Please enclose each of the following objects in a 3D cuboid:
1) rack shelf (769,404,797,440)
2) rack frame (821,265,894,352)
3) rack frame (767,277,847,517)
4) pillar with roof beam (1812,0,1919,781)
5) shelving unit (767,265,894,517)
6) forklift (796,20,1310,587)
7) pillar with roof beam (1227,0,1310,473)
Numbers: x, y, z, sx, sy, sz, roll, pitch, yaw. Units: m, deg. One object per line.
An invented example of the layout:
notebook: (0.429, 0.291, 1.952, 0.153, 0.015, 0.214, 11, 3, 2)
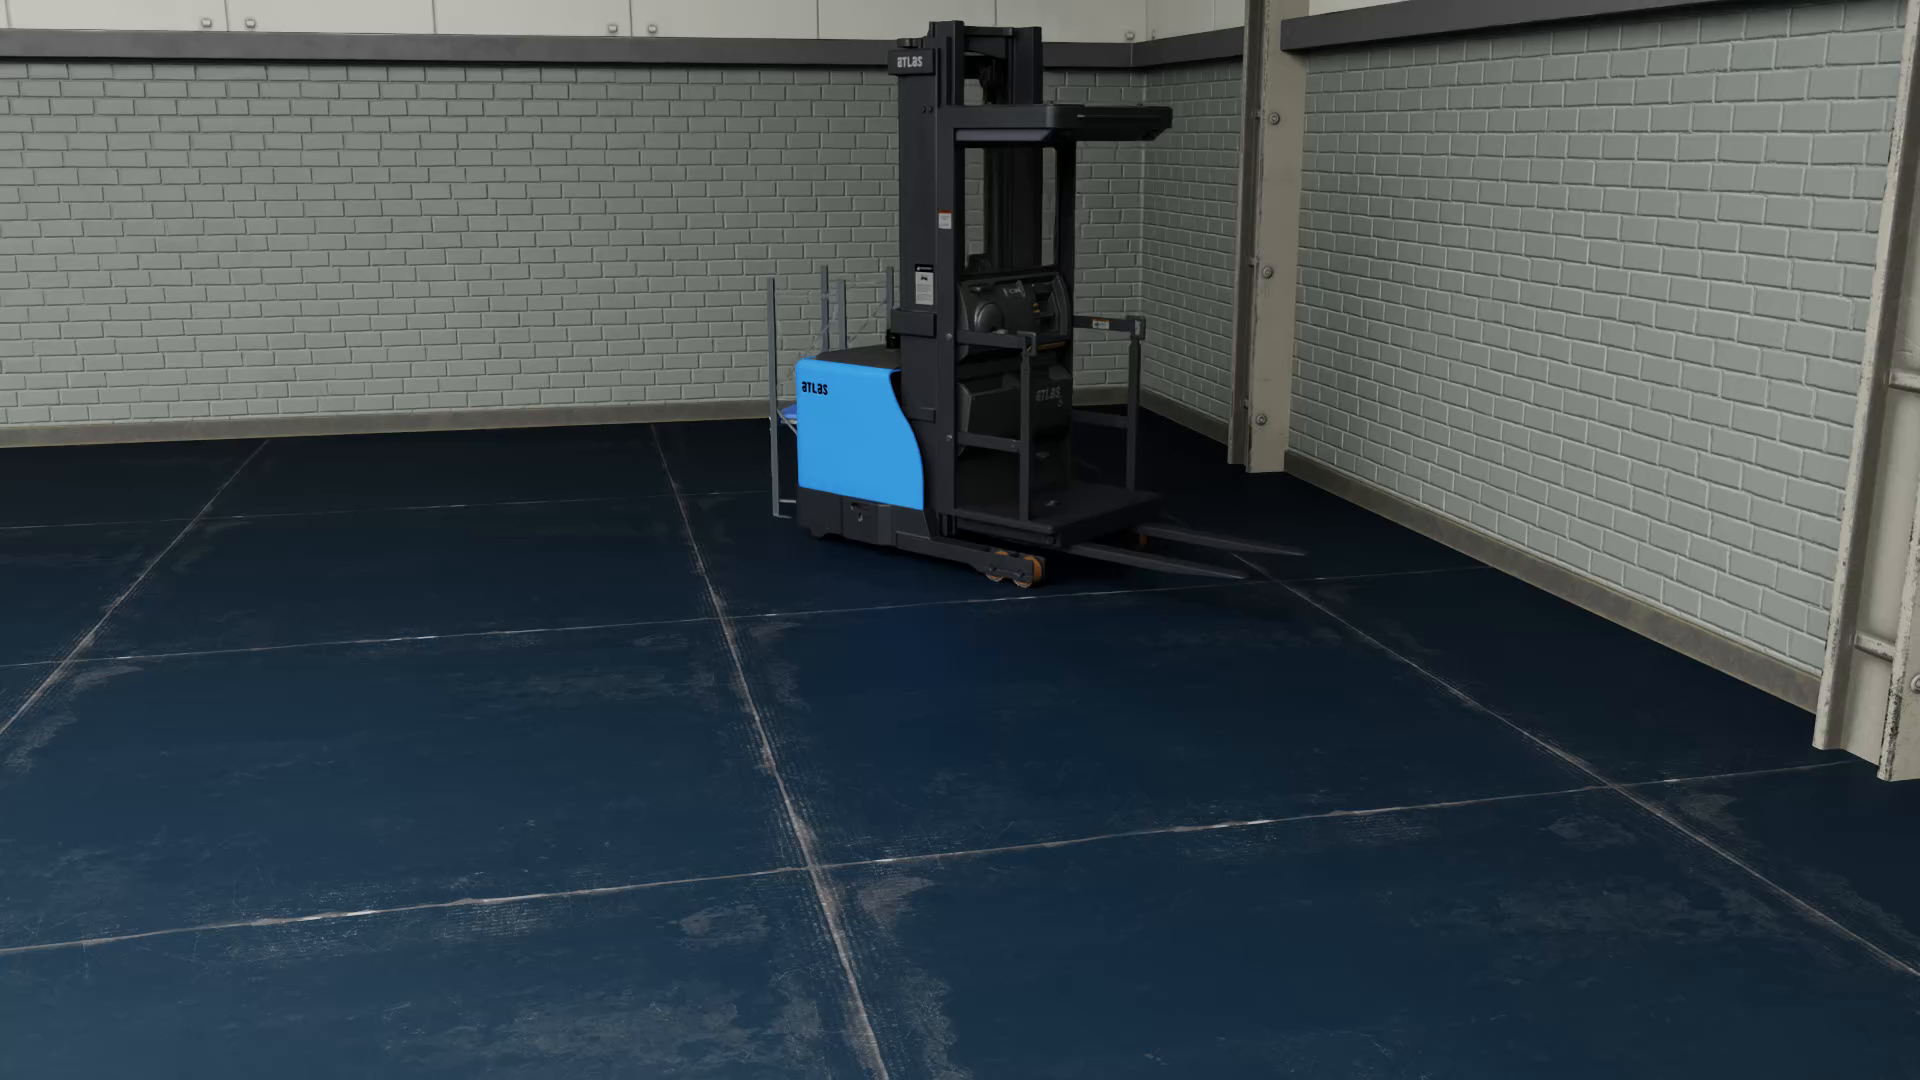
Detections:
rack shelf: (-0.813, -0.808, 10.833, 0.538, 0.185, 1.000, 3, 14, 14)
rack frame: (-0.688, -1.100, 11.269, 0.500, 1.500, 0.032, 3, 14, 14)
rack frame: (-0.939, -0.866, 10.312, 0.500, 1.500, 0.032, 3, 14, 14)
pillar with roof beam: (-0.610, -3.282, 4.398, 9.100, 9.000, 0.400, -3, 14, -13)
shelving unit: (-0.813, -0.983, 10.790, 0.538, 1.500, 1.048, 3, 14, 14)
forklift: (0.466, -1.311, 9.117, 3.031, 2.935, 1.130, 11, 18, 39)
pillar with roof beam: (-2.019, -4.666, 10.064, 9.100, 9.000, 0.400, -3, 14, -13)
